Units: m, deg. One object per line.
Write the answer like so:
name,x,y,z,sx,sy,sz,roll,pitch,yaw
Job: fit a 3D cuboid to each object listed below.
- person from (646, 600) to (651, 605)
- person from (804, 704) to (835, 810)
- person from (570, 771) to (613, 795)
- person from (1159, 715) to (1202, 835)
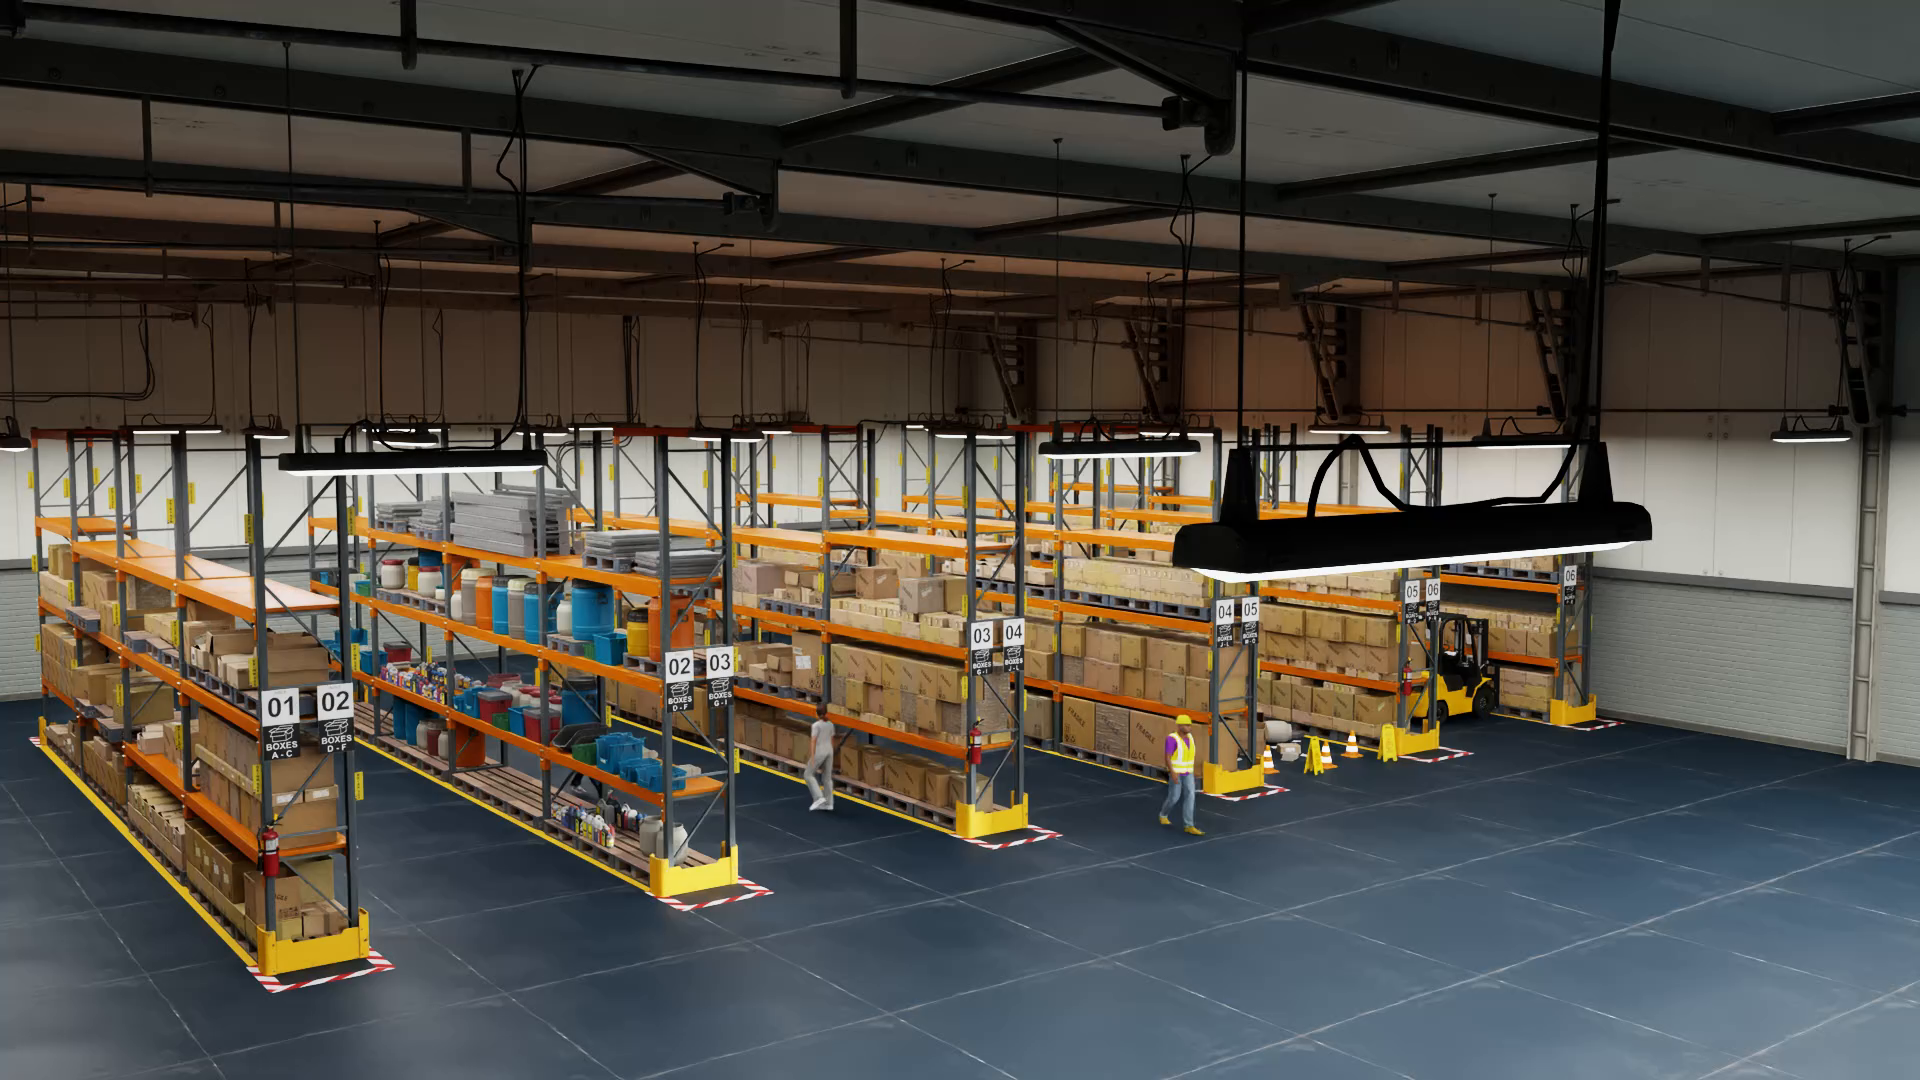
person,-7.642,2.279,41.114,0.438,1.603,1.060,-3,5,-33
person,-2.184,3.422,26.266,0.473,1.661,0.492,4,6,45
person,-5.993,3.409,27.140,1.017,1.535,0.437,2,5,24
person,3.359,3.504,25.019,0.677,1.738,0.848,-3,6,-38
